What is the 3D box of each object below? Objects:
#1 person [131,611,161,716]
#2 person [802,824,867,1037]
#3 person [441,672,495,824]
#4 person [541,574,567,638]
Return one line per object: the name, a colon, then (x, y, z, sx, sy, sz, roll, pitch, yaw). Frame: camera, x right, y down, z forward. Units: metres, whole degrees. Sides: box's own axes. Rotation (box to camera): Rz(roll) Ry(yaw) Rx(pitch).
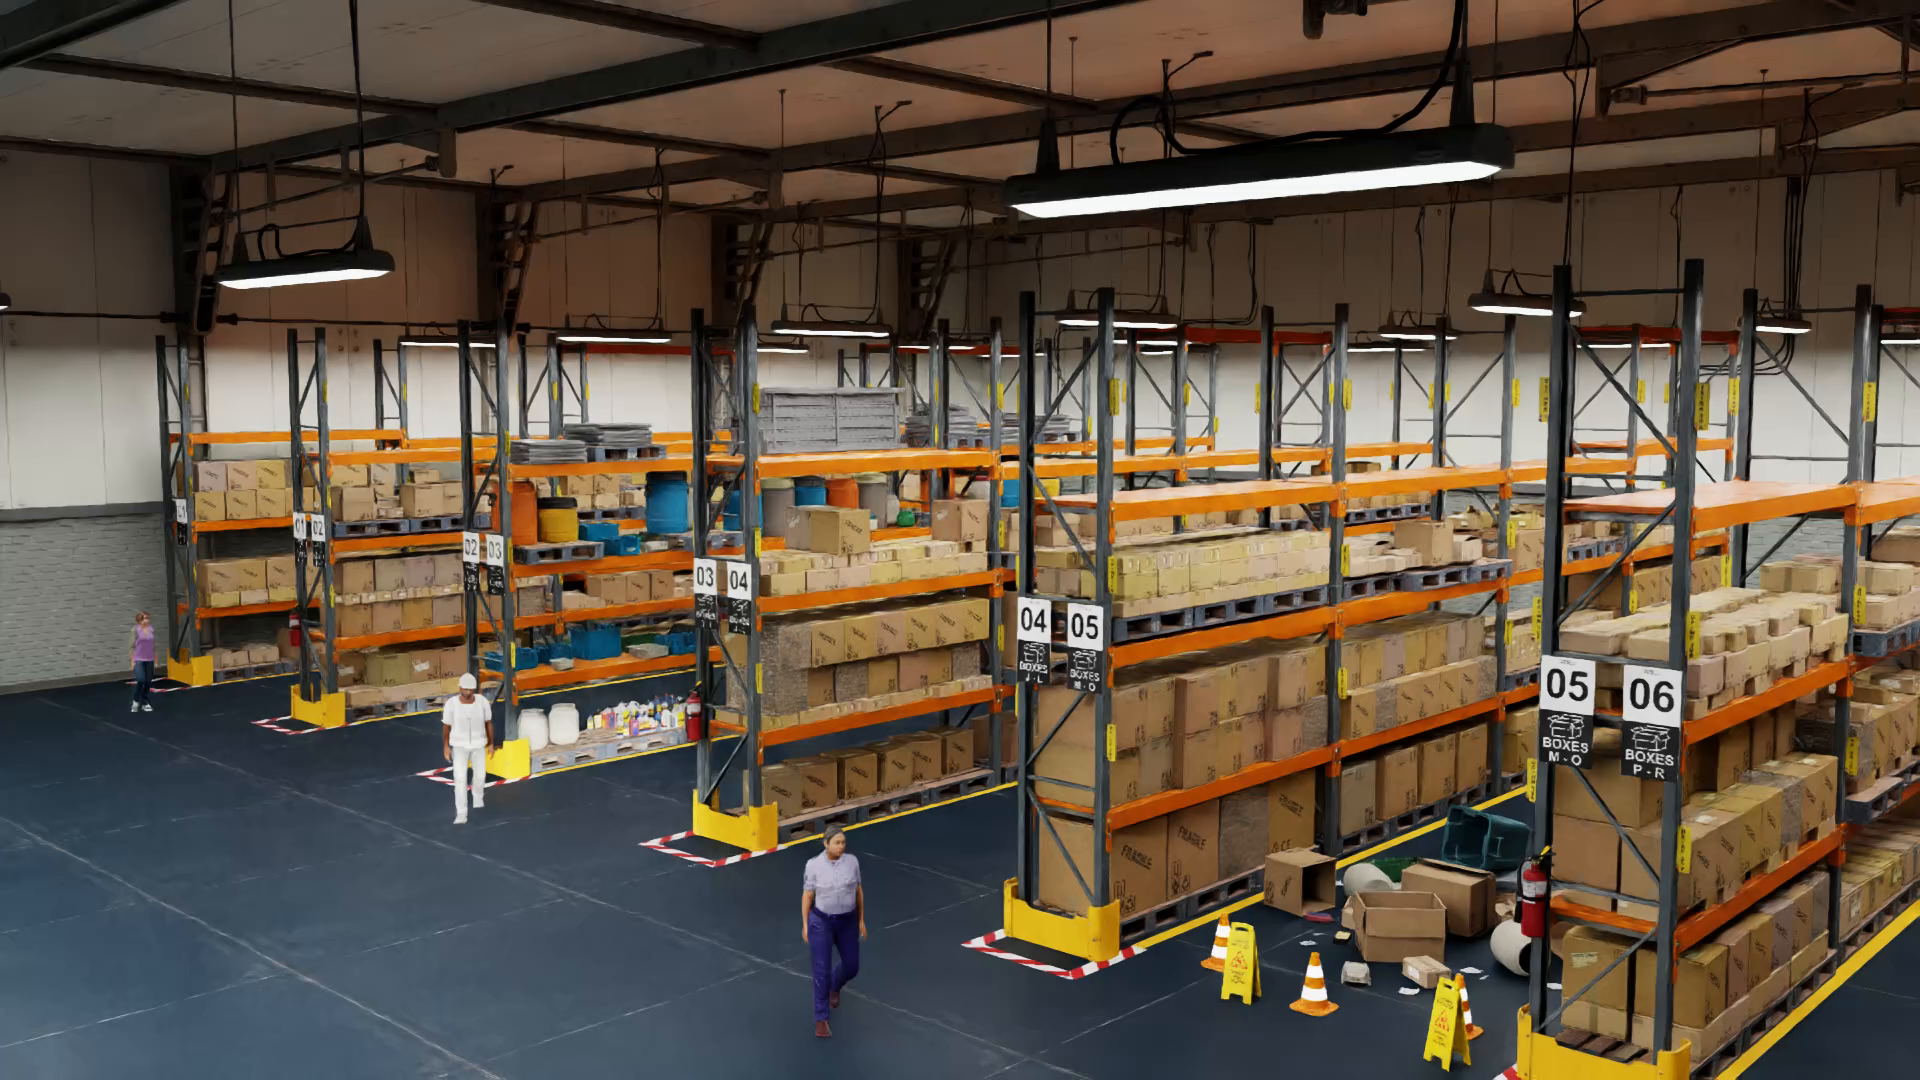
person: (-12.778, 1.923, 26.088, 0.446, 1.624, 0.451, 3, 6, 33)
person: (-1.028, 3.088, 13.437, 0.518, 1.638, 0.625, -3, 6, -29)
person: (-5.862, 2.438, 19.844, 0.594, 1.748, 0.826, -3, 6, -32)
person: (-7.968, 1.215, 32.468, 0.504, 1.646, 0.538, -2, 6, -25)
